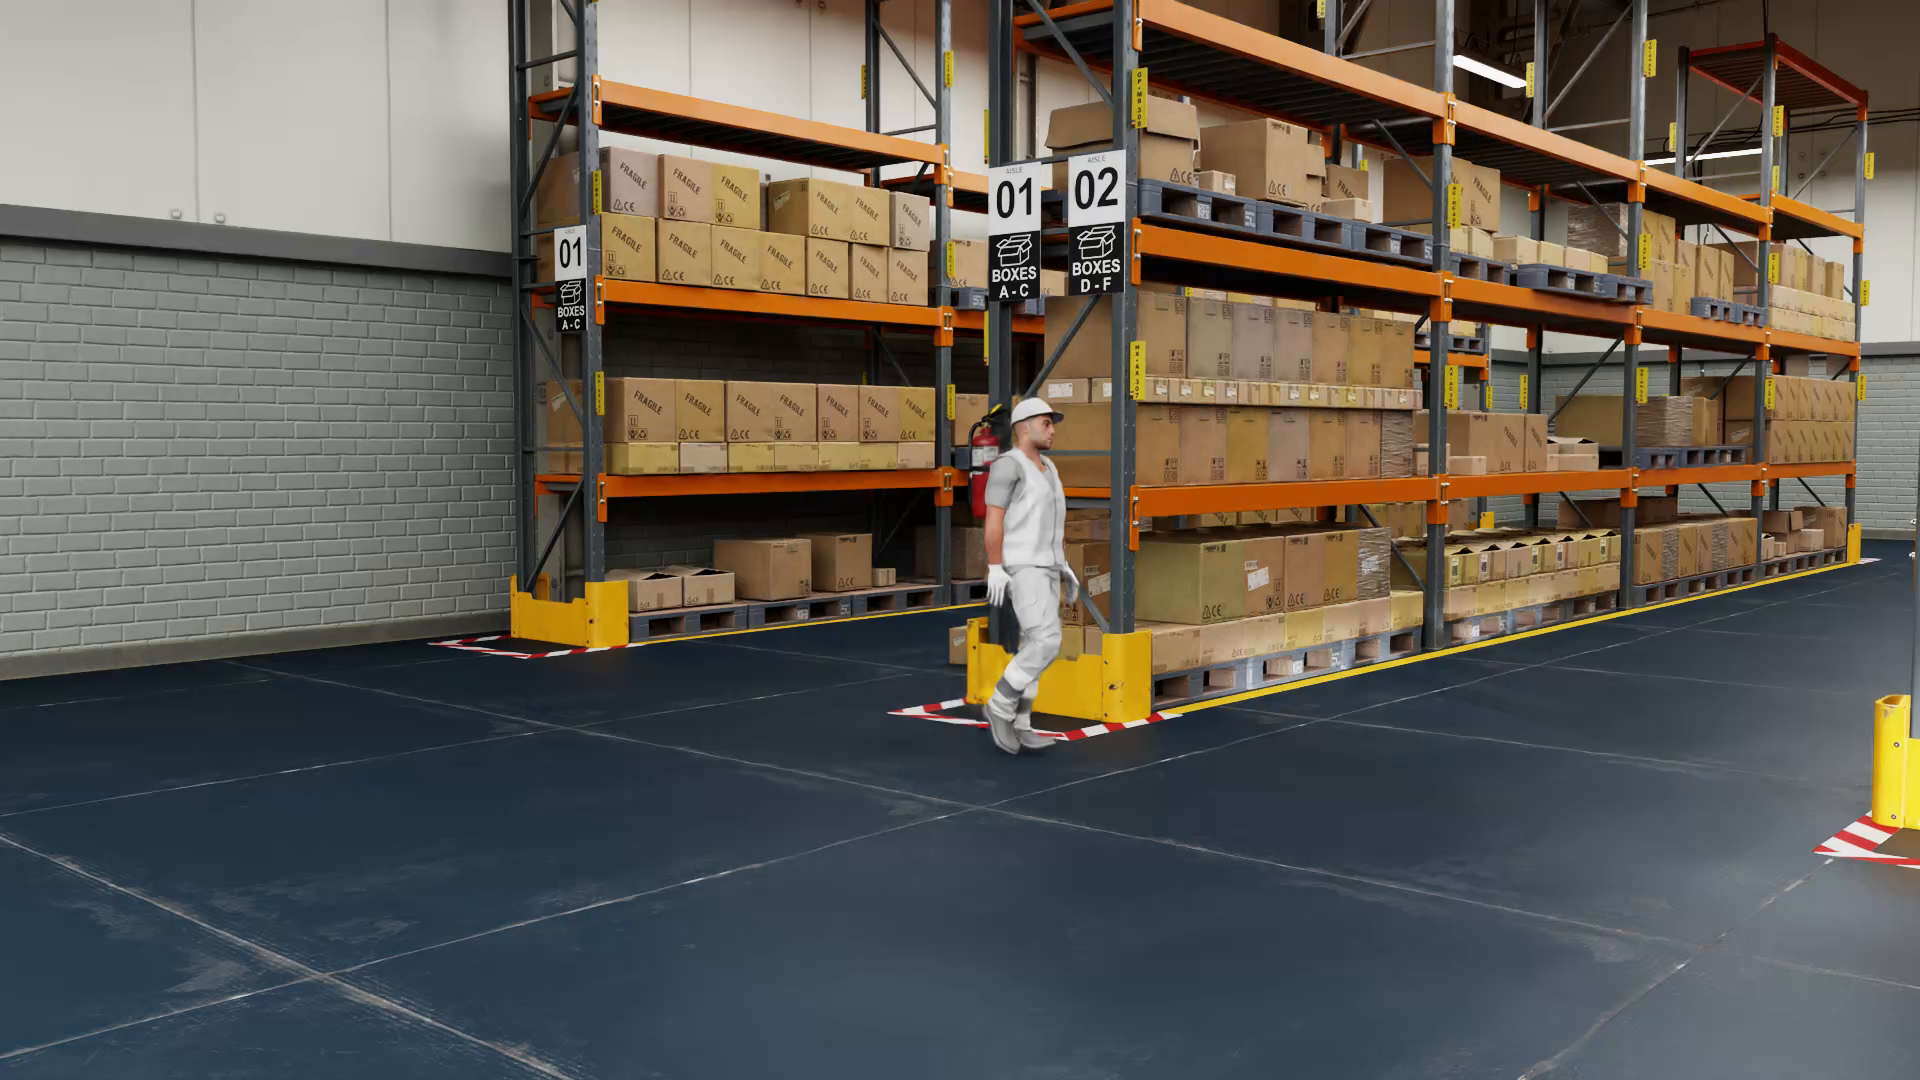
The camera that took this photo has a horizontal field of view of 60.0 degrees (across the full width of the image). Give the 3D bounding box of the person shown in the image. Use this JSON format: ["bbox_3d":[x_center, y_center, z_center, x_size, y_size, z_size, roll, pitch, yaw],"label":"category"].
[{"bbox_3d":[0.389,0.174,8.386,0.447,1.785,0.541,2,4,33],"label":"person"}]
